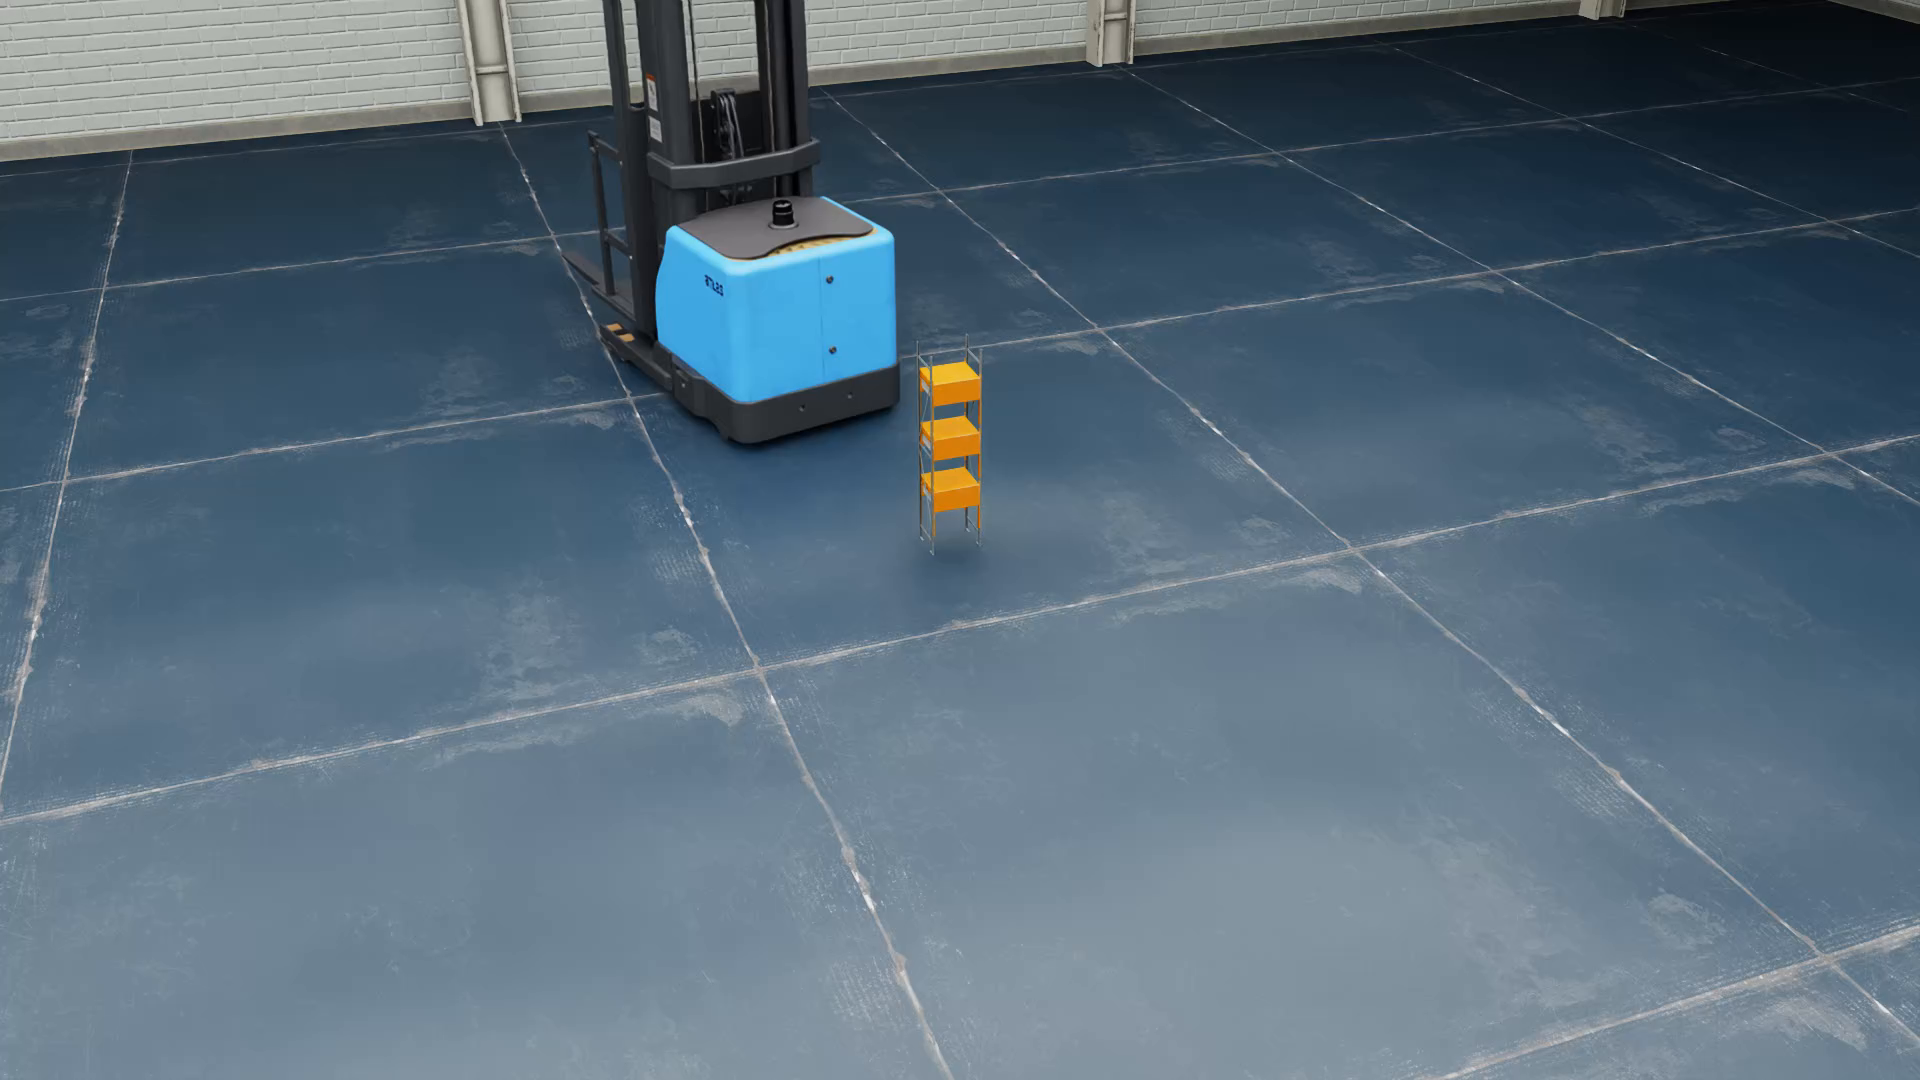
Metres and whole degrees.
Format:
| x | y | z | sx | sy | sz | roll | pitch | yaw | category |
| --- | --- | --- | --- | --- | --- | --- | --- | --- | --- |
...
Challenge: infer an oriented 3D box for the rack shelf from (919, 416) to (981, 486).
| x | y | z | sx | sy | sz | roll | pitch | yaw | category |
| --- | --- | --- | --- | --- | --- | --- | --- | --- | --- |
| -0.050 | -0.438 | 7.979 | 0.240 | 0.259 | 0.215 | -10 | 31 | -18 | rack shelf |

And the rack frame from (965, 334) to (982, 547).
| x | y | z | sx | sy | sz | roll | pitch | yaw | category |
| --- | --- | --- | --- | --- | --- | --- | --- | --- | --- |
| 0.064 | -0.468 | 8.011 | 0.008 | 1.050 | 0.200 | -10 | 31 | -18 | rack frame |

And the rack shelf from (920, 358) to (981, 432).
| x | y | z | sx | sy | sz | roll | pitch | yaw | category |
| --- | --- | --- | --- | --- | --- | --- | --- | --- | --- |
| -0.050 | -0.684 | 7.839 | 0.240 | 0.259 | 0.215 | -10 | 31 | -18 | rack shelf |

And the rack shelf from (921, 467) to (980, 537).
| x | y | z | sx | sy | sz | roll | pitch | yaw | category |
| --- | --- | --- | --- | --- | --- | --- | --- | --- | --- |
| -0.050 | -0.196 | 8.117 | 0.240 | 0.259 | 0.215 | -10 | 31 | -18 | rack shelf |

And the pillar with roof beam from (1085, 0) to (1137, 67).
| x | y | z | sx | sy | sz | roll | pitch | yaw | category |
| --- | --- | --- | --- | --- | --- | --- | --- | --- | --- |
| 2.994 | -6.707 | 10.933 | 0.400 | 9.000 | 9.100 | -10 | 31 | -18 | pillar with roof beam |

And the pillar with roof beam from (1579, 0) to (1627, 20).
| x | y | z | sx | sy | sz | roll | pitch | yaw | category |
| --- | --- | --- | --- | --- | --- | --- | --- | --- | --- |
| 8.618 | -7.743 | 12.750 | 0.400 | 9.000 | 9.100 | -10 | 31 | -18 | pillar with roof beam |

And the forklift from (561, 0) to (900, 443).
| x | y | z | sx | sy | sz | roll | pitch | yaw | category |
| --- | --- | --- | --- | --- | --- | --- | --- | --- | --- |
| -1.573 | -2.483 | 9.647 | 1.130 | 2.935 | 3.031 | -18 | 34 | -29 | forklift |

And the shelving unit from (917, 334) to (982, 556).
| x | y | z | sx | sy | sz | roll | pitch | yaw | category |
| --- | --- | --- | --- | --- | --- | --- | --- | --- | --- |
| -0.050 | -0.447 | 7.974 | 0.252 | 1.050 | 0.215 | -10 | 31 | -18 | shelving unit |

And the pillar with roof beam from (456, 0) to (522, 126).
| x | y | z | sx | sy | sz | roll | pitch | yaw | category |
| --- | --- | --- | --- | --- | --- | --- | --- | --- | --- |
| -2.629 | -5.672 | 9.115 | 0.400 | 9.000 | 9.100 | -10 | 31 | -18 | pillar with roof beam |

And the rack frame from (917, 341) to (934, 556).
| x | y | z | sx | sy | sz | roll | pitch | yaw | category |
| --- | --- | --- | --- | --- | --- | --- | --- | --- | --- |
| -0.164 | -0.426 | 7.937 | 0.008 | 1.050 | 0.200 | -10 | 31 | -18 | rack frame |
